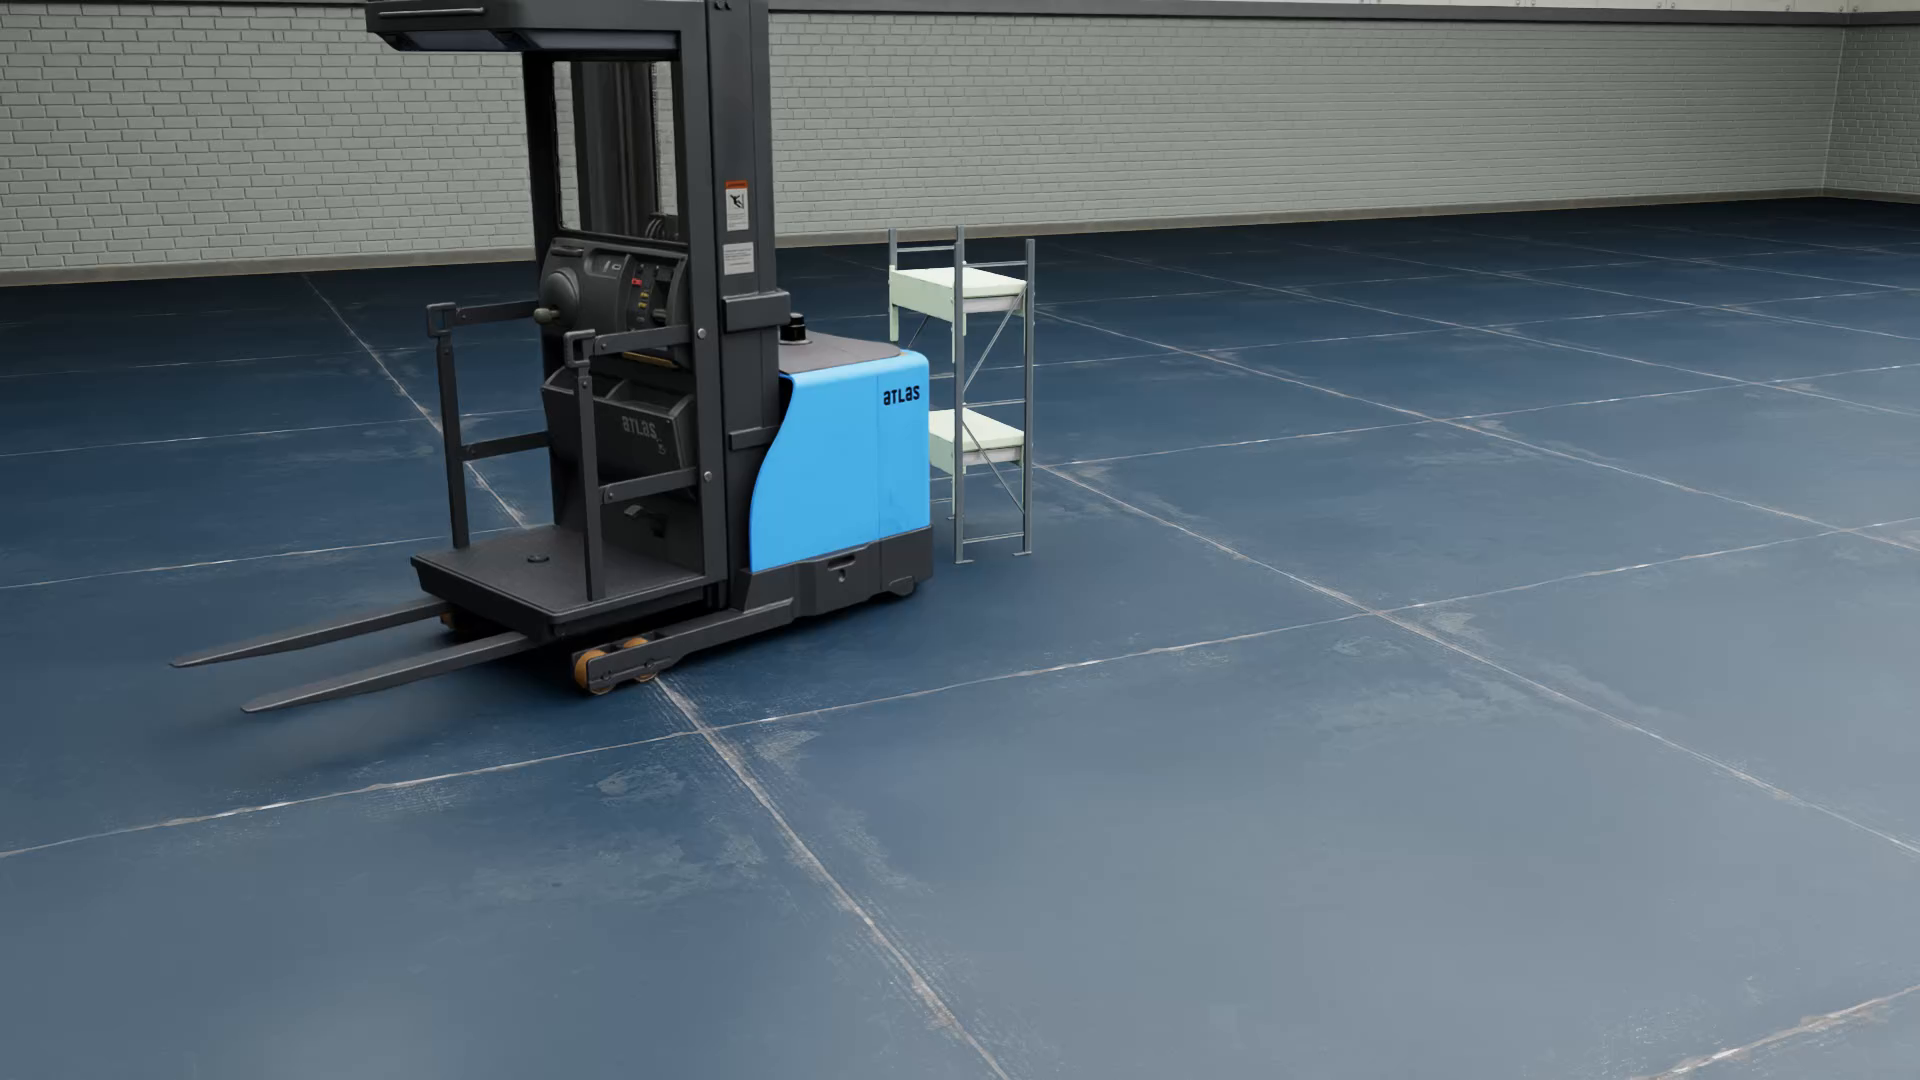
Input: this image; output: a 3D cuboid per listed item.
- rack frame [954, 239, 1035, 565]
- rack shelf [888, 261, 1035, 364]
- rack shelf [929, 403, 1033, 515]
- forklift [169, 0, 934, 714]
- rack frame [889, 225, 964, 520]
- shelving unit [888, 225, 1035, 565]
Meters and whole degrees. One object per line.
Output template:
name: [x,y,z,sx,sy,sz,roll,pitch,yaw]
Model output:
rack frame: [0.157,-0.632,7.733,0.400,1.500,0.023,-8,18,-25]
rack shelf: [-0.003,-1.098,7.942,0.431,0.370,0.720,-8,18,-25]
rack shelf: [-0.003,-0.409,8.139,0.431,0.370,0.720,-8,18,-25]
forklift: [-1.514,-0.989,6.383,1.130,2.935,3.031,15,22,43]
rack frame: [-0.163,-0.813,8.366,0.400,1.500,0.023,-8,18,-25]
shelving unit: [-0.003,-0.723,8.050,0.431,1.500,0.755,-8,18,-25]
